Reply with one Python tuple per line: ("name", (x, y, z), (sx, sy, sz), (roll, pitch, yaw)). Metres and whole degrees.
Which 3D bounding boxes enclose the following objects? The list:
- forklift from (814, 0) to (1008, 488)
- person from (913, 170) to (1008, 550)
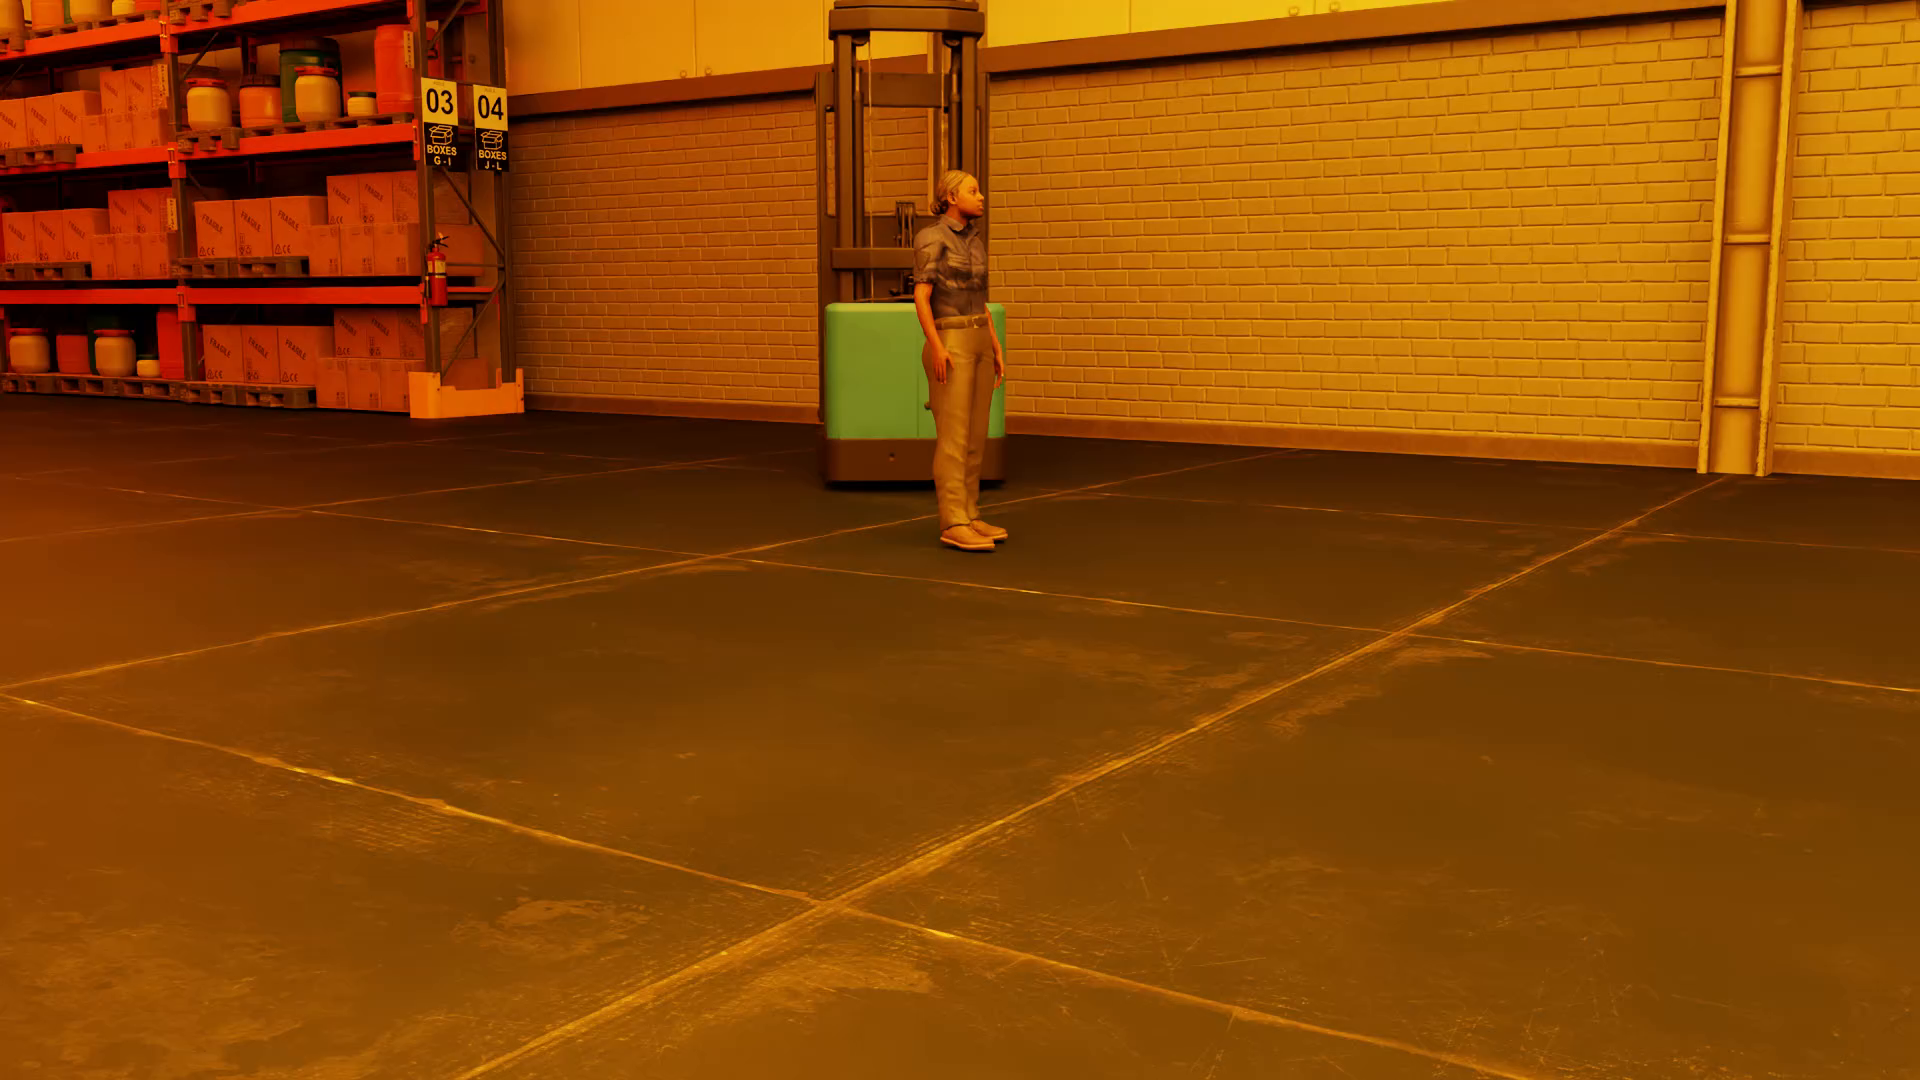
("forklift", (-0.384, -1.930, 10.765), (1.130, 2.935, 3.031), (-1, 8, -6))
("person", (0.061, -0.816, 7.422), (0.504, 1.654, 0.570), (5, 10, 34))
